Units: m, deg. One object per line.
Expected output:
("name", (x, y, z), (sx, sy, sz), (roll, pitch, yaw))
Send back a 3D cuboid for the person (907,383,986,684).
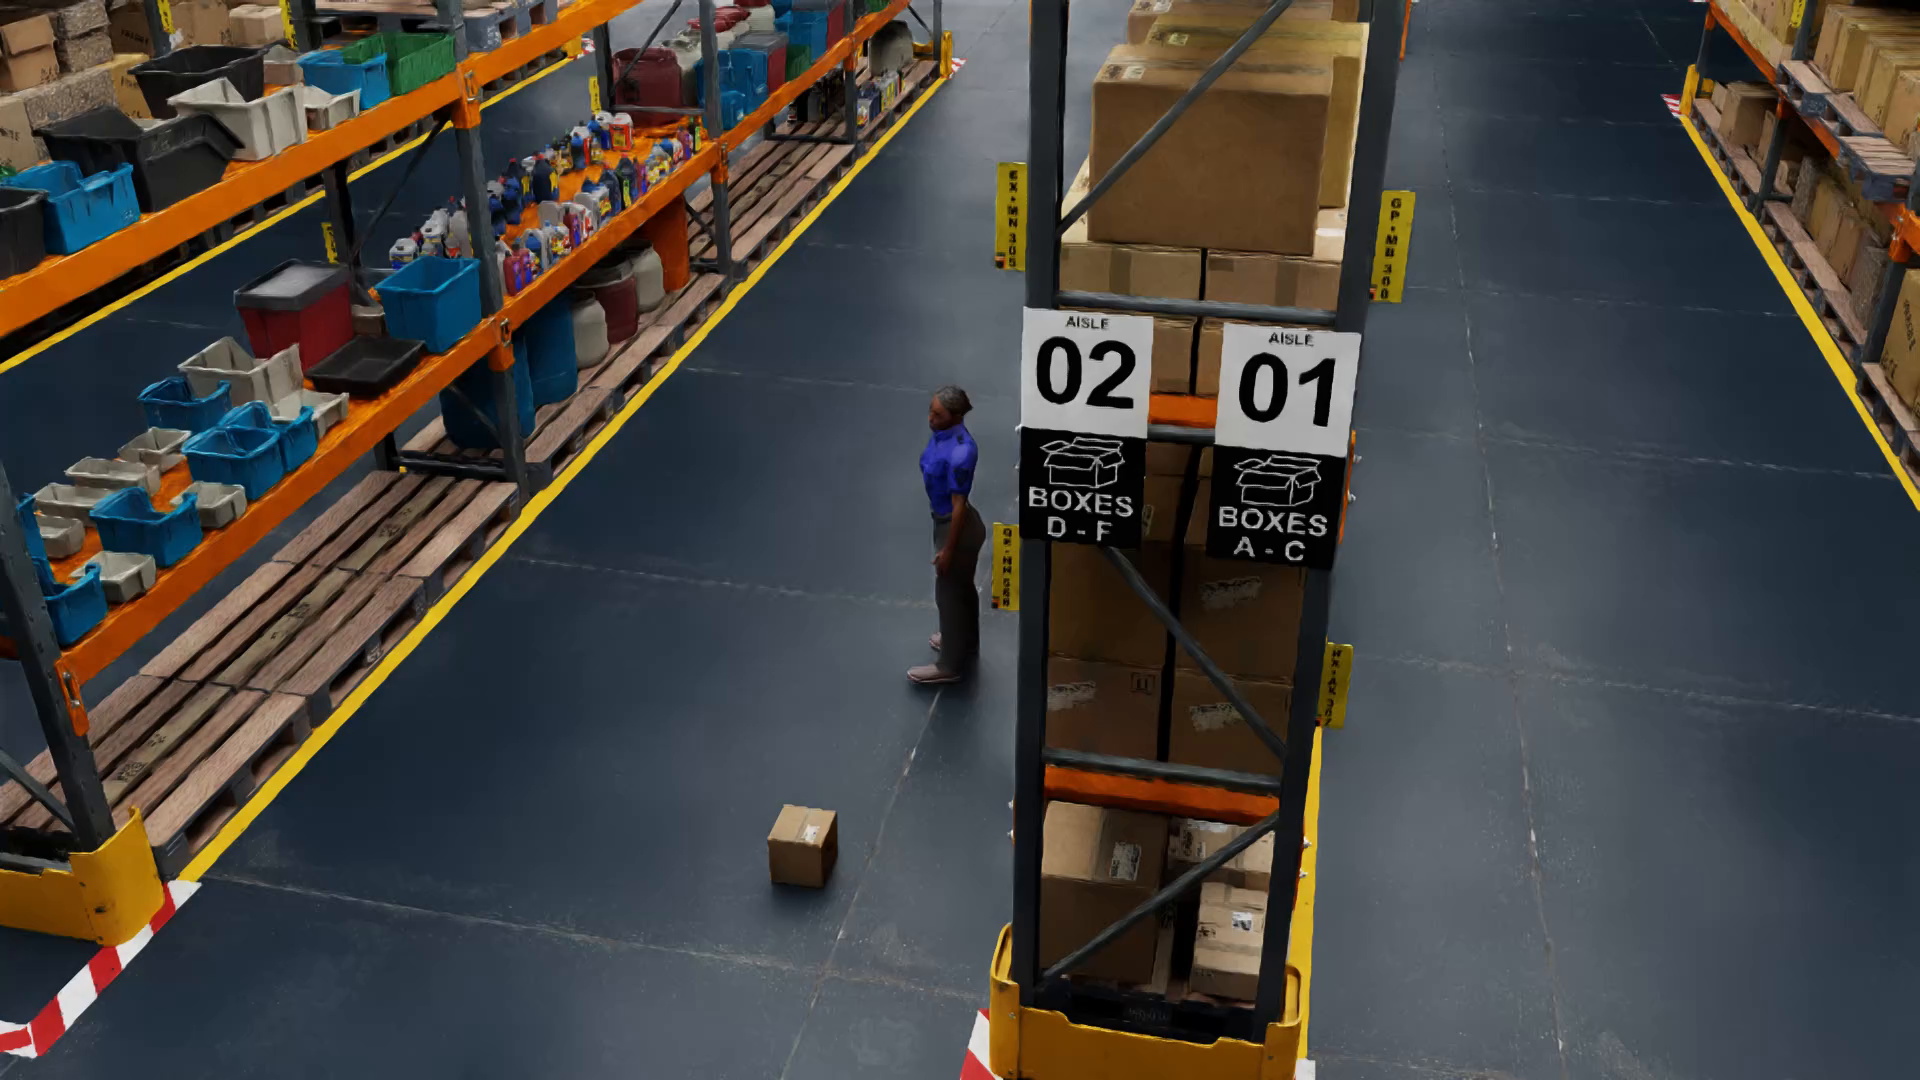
("person", (-0.087, -0.045, 8.646), (0.437, 1.666, 0.535), (-5, 29, -8))
